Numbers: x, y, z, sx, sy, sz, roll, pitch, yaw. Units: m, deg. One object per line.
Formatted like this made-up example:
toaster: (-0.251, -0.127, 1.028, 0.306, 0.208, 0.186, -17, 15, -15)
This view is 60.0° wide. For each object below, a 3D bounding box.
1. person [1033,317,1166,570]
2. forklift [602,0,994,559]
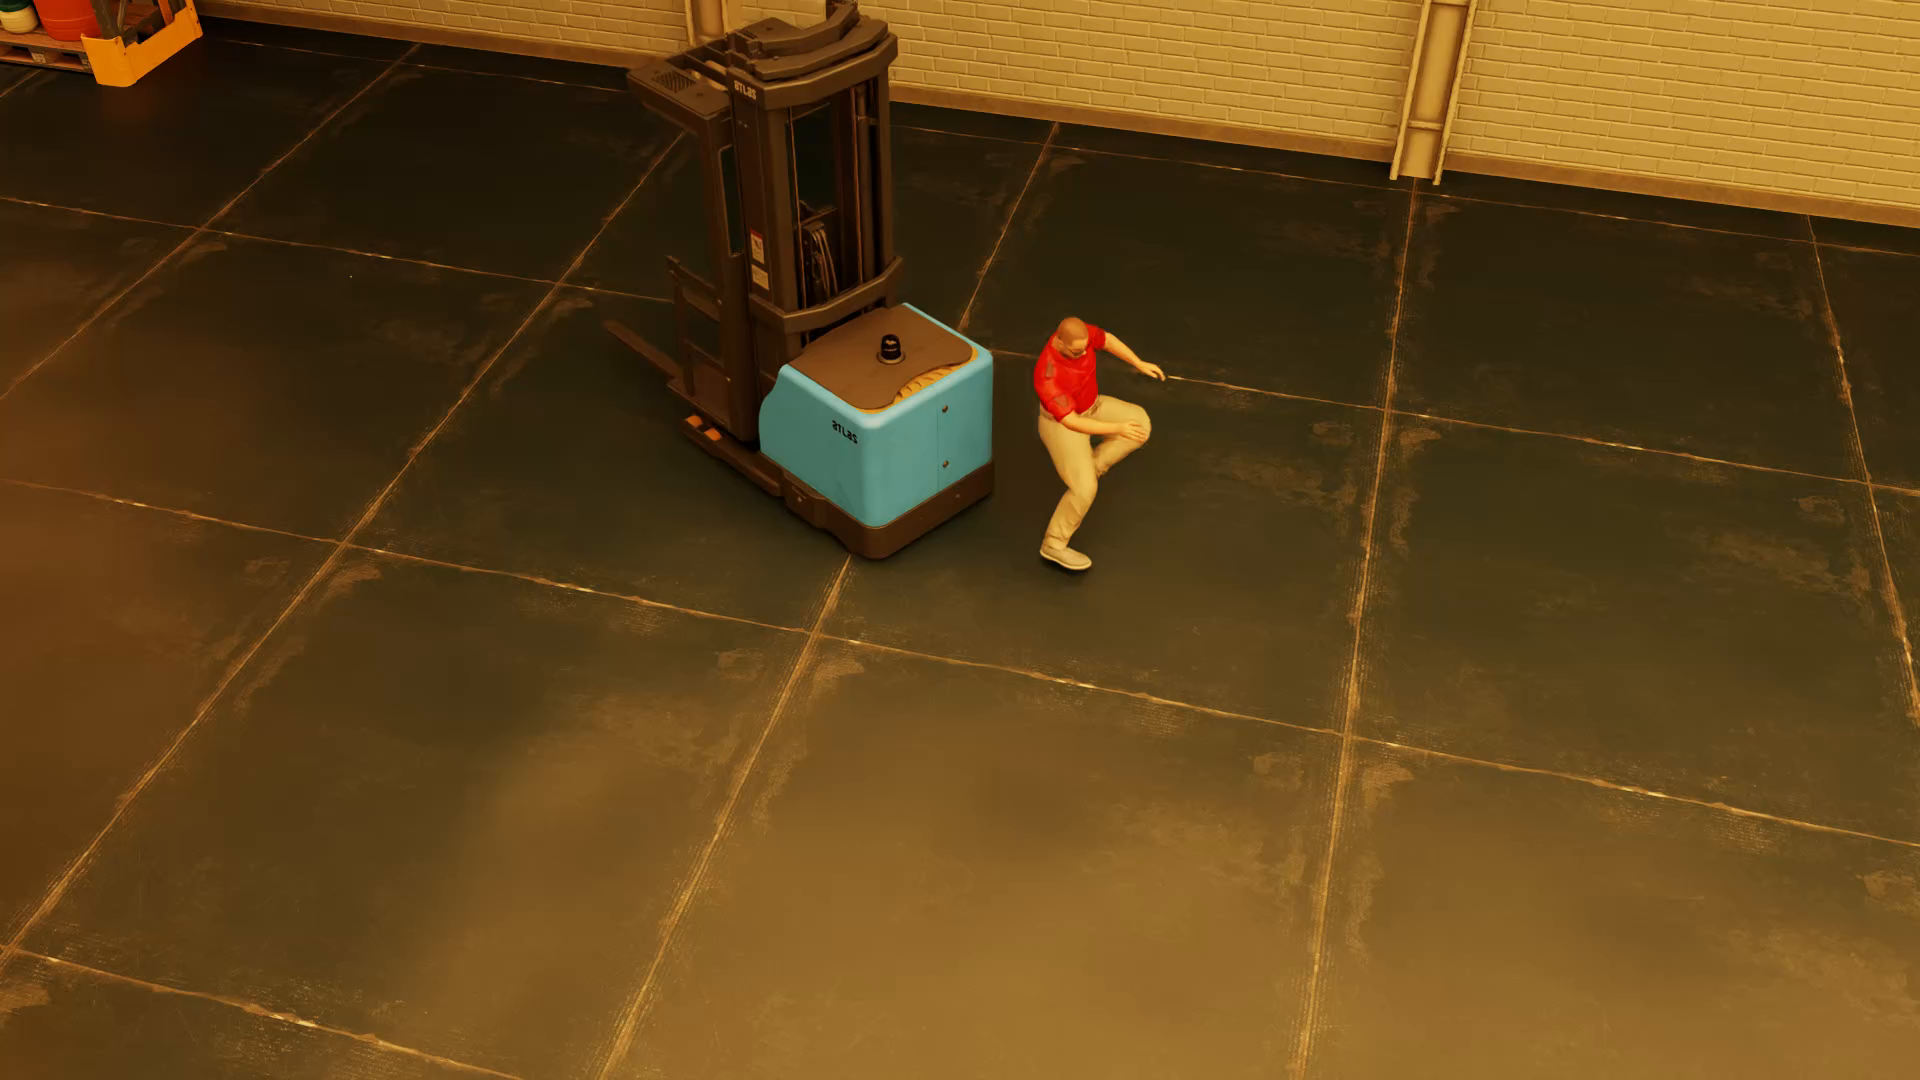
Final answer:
person: (0.816, -0.649, 9.634, 0.798, 1.477, 0.883, 24, 46, 25)
forklift: (-1.174, -1.863, 9.987, 1.130, 2.935, 3.031, -32, 51, -32)
